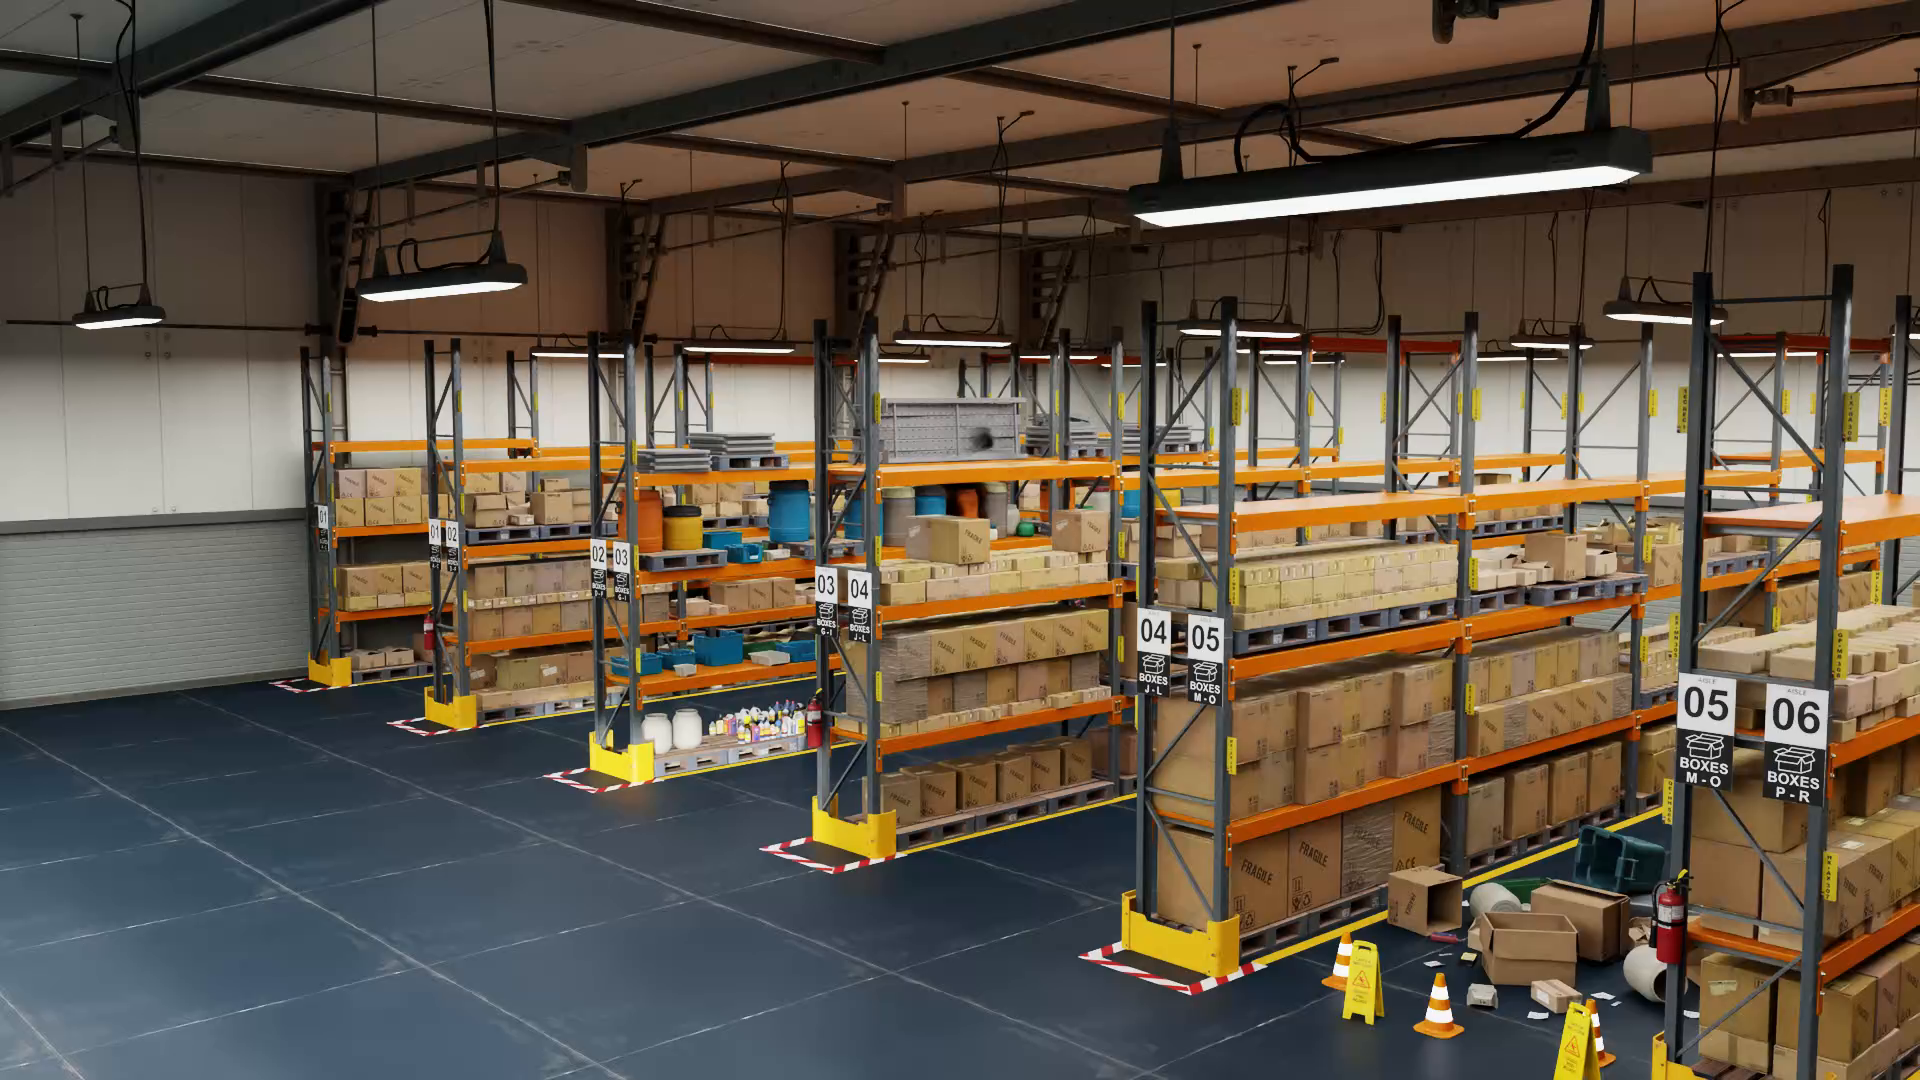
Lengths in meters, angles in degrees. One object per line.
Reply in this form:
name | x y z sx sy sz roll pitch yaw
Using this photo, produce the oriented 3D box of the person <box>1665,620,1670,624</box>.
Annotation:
person | 10.931 2.069 25.678 0.663 1.674 0.628 5 7 44
